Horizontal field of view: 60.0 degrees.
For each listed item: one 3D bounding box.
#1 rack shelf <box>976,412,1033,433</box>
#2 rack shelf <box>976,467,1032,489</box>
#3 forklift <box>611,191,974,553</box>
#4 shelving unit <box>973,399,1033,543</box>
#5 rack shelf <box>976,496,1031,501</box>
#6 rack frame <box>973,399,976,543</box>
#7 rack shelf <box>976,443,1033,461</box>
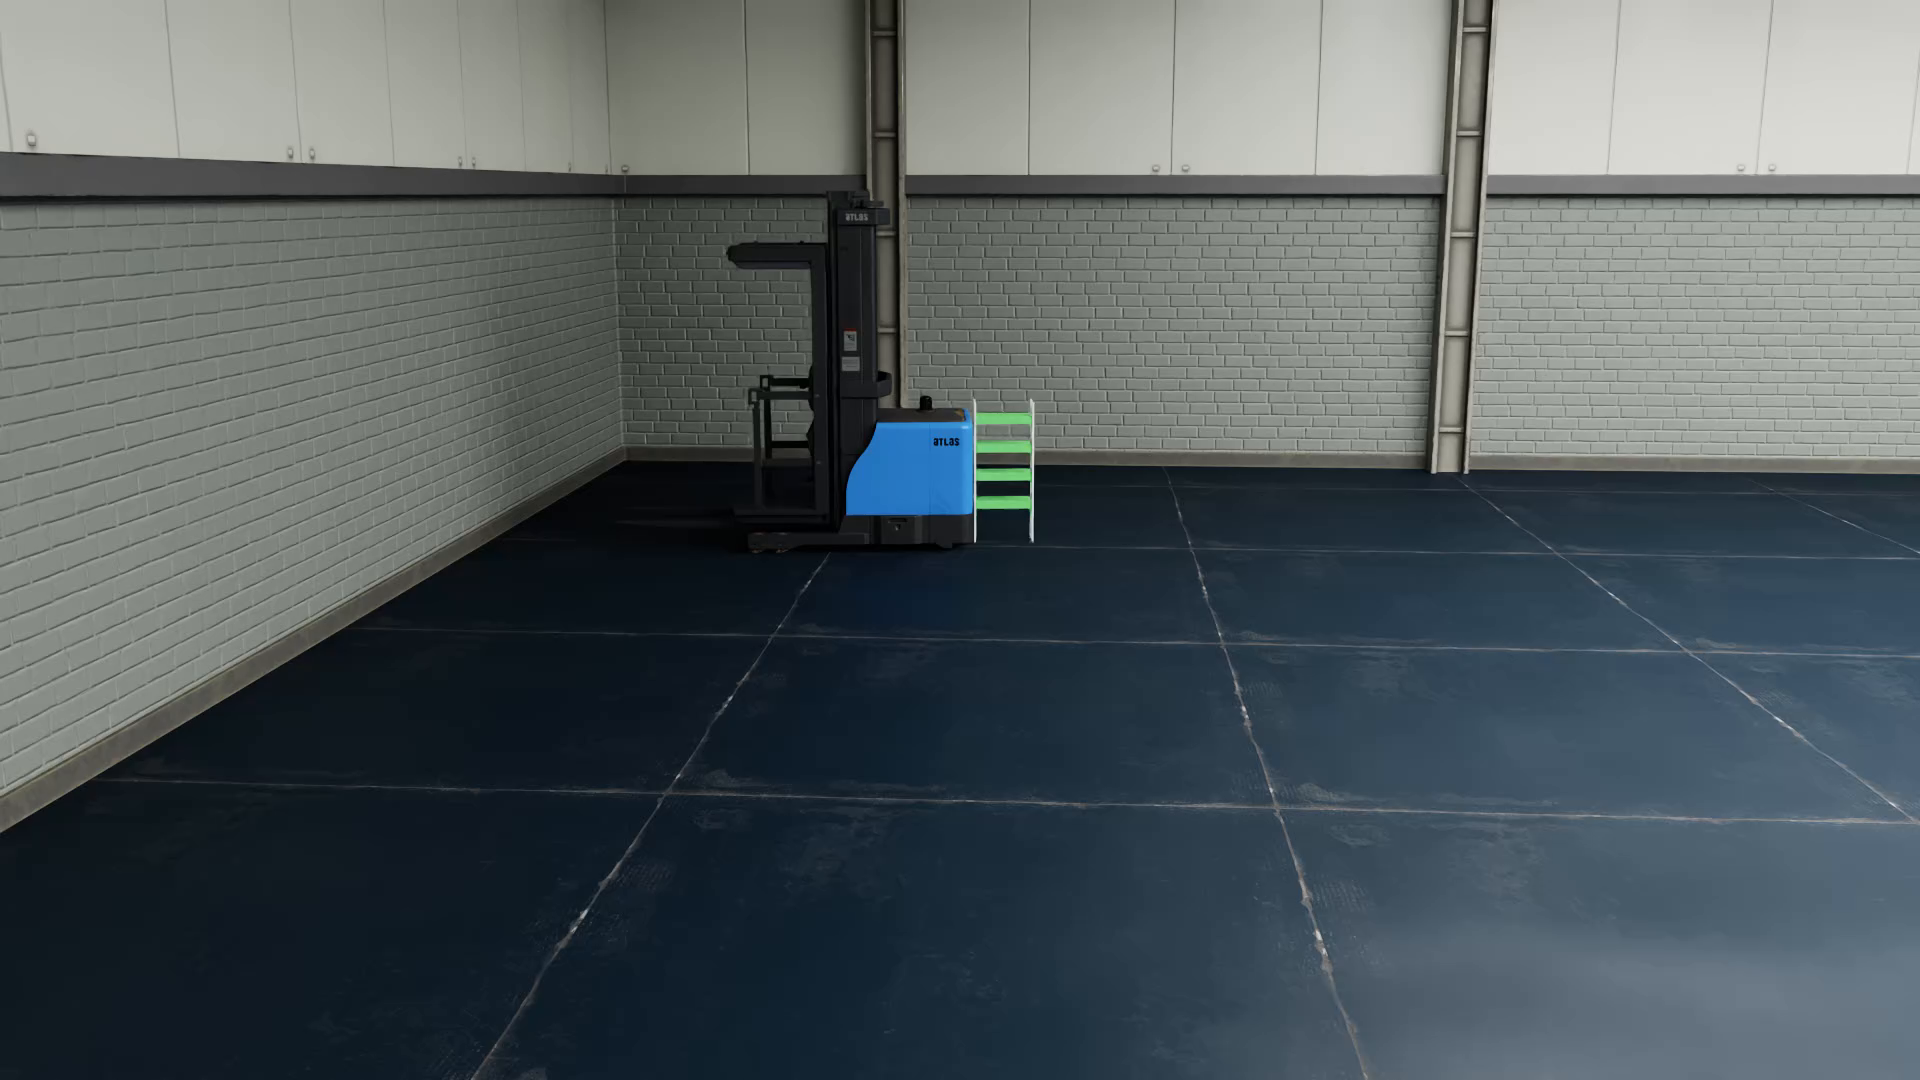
[{"bbox_3d":[0.369,-0.997,14.071,0.480,0.148,0.258,0,12,-1],"label":"rack shelf"},{"bbox_3d":[0.369,-0.527,14.169,0.480,0.148,0.258,0,12,-1],"label":"rack shelf"},{"bbox_3d":[-1.406,-1.437,13.978,3.031,2.935,1.130,0,12,-1],"label":"forklift"},{"bbox_3d":[0.363,-0.590,14.156,0.492,1.200,0.258,0,12,-1],"label":"shelving unit"},{"bbox_3d":[0.369,-0.344,14.207,0.457,0.021,0.221,0,12,-1],"label":"rack shelf"},{"bbox_3d":[0.125,-0.588,14.150,0.015,1.200,0.240,0,12,-1],"label":"rack frame"},{"bbox_3d":[0.369,-0.762,14.120,0.480,0.148,0.258,0,12,-1],"label":"rack shelf"}]
